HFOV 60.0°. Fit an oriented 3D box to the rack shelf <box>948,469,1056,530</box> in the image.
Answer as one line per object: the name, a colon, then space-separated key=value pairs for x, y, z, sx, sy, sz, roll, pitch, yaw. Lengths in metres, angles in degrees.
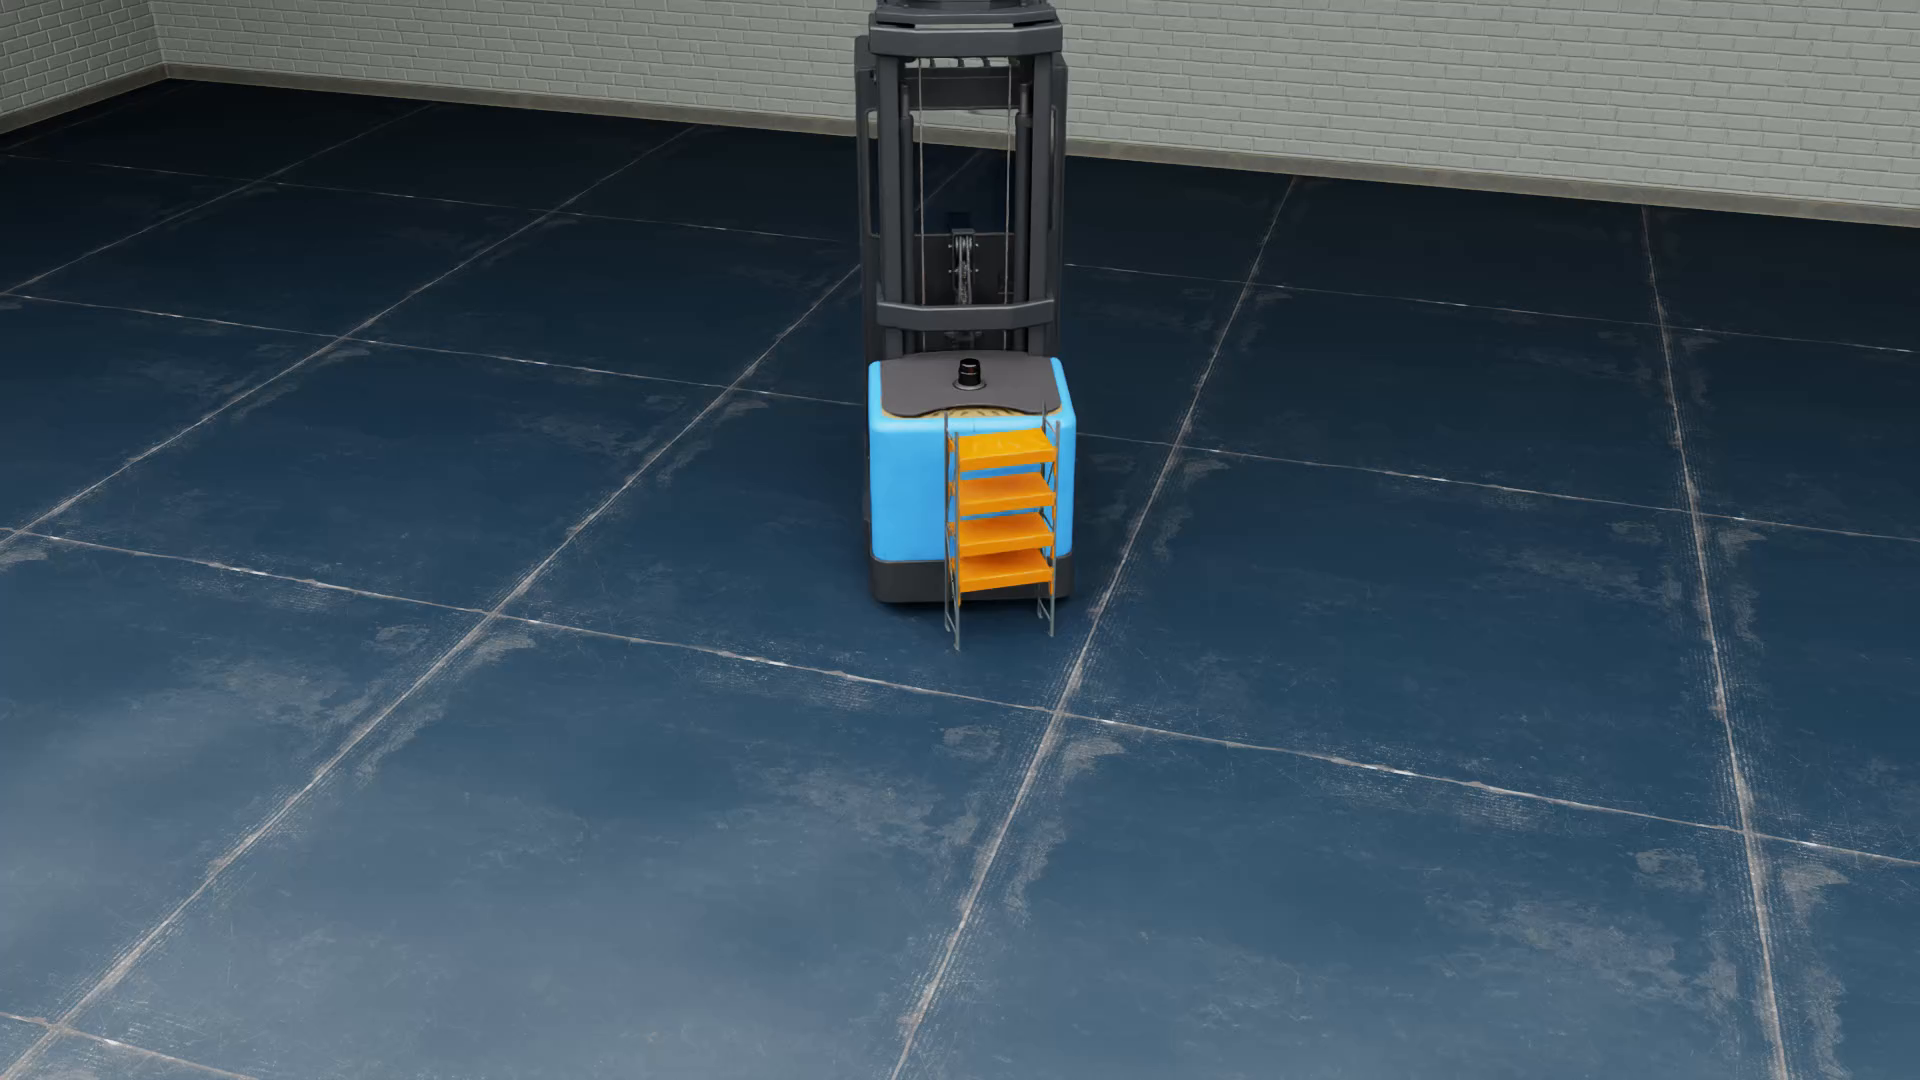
rack shelf: x=0.197 y=-0.196 z=8.046 sx=0.480 sy=0.148 sz=0.258 roll=-7 pitch=30 yaw=-12

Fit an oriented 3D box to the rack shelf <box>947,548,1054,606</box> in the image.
rack shelf: x=0.197 y=0.173 z=8.252 sx=0.480 sy=0.148 sz=0.258 roll=-7 pitch=30 yaw=-12

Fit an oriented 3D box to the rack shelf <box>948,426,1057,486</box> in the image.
rack shelf: x=0.197 y=-0.403 z=7.931 sx=0.480 sy=0.148 sz=0.258 roll=-7 pitch=30 yaw=-12

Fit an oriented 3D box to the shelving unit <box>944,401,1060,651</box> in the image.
shelving unit: x=0.197 y=-0.059 z=8.122 sx=0.503 sy=1.200 sz=0.258 roll=-7 pitch=30 yaw=-12

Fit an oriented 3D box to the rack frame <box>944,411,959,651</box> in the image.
rack frame: x=-0.040 y=-0.031 z=8.071 sx=0.015 sy=1.200 sz=0.240 roll=-7 pitch=30 yaw=-12

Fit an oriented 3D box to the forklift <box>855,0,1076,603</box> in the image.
forklift: x=-0.007 y=-1.642 z=9.187 sx=1.130 sy=2.935 sz=3.031 roll=-1 pitch=29 yaw=-3

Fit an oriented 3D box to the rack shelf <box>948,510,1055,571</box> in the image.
rack shelf: x=0.197 y=-0.001 z=8.155 sx=0.480 sy=0.148 sz=0.258 roll=-7 pitch=30 yaw=-12

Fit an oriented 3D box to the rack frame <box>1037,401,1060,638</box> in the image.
rack frame: x=0.433 y=-0.088 z=8.174 sx=0.015 sy=1.200 sz=0.240 roll=-7 pitch=30 yaw=-12
